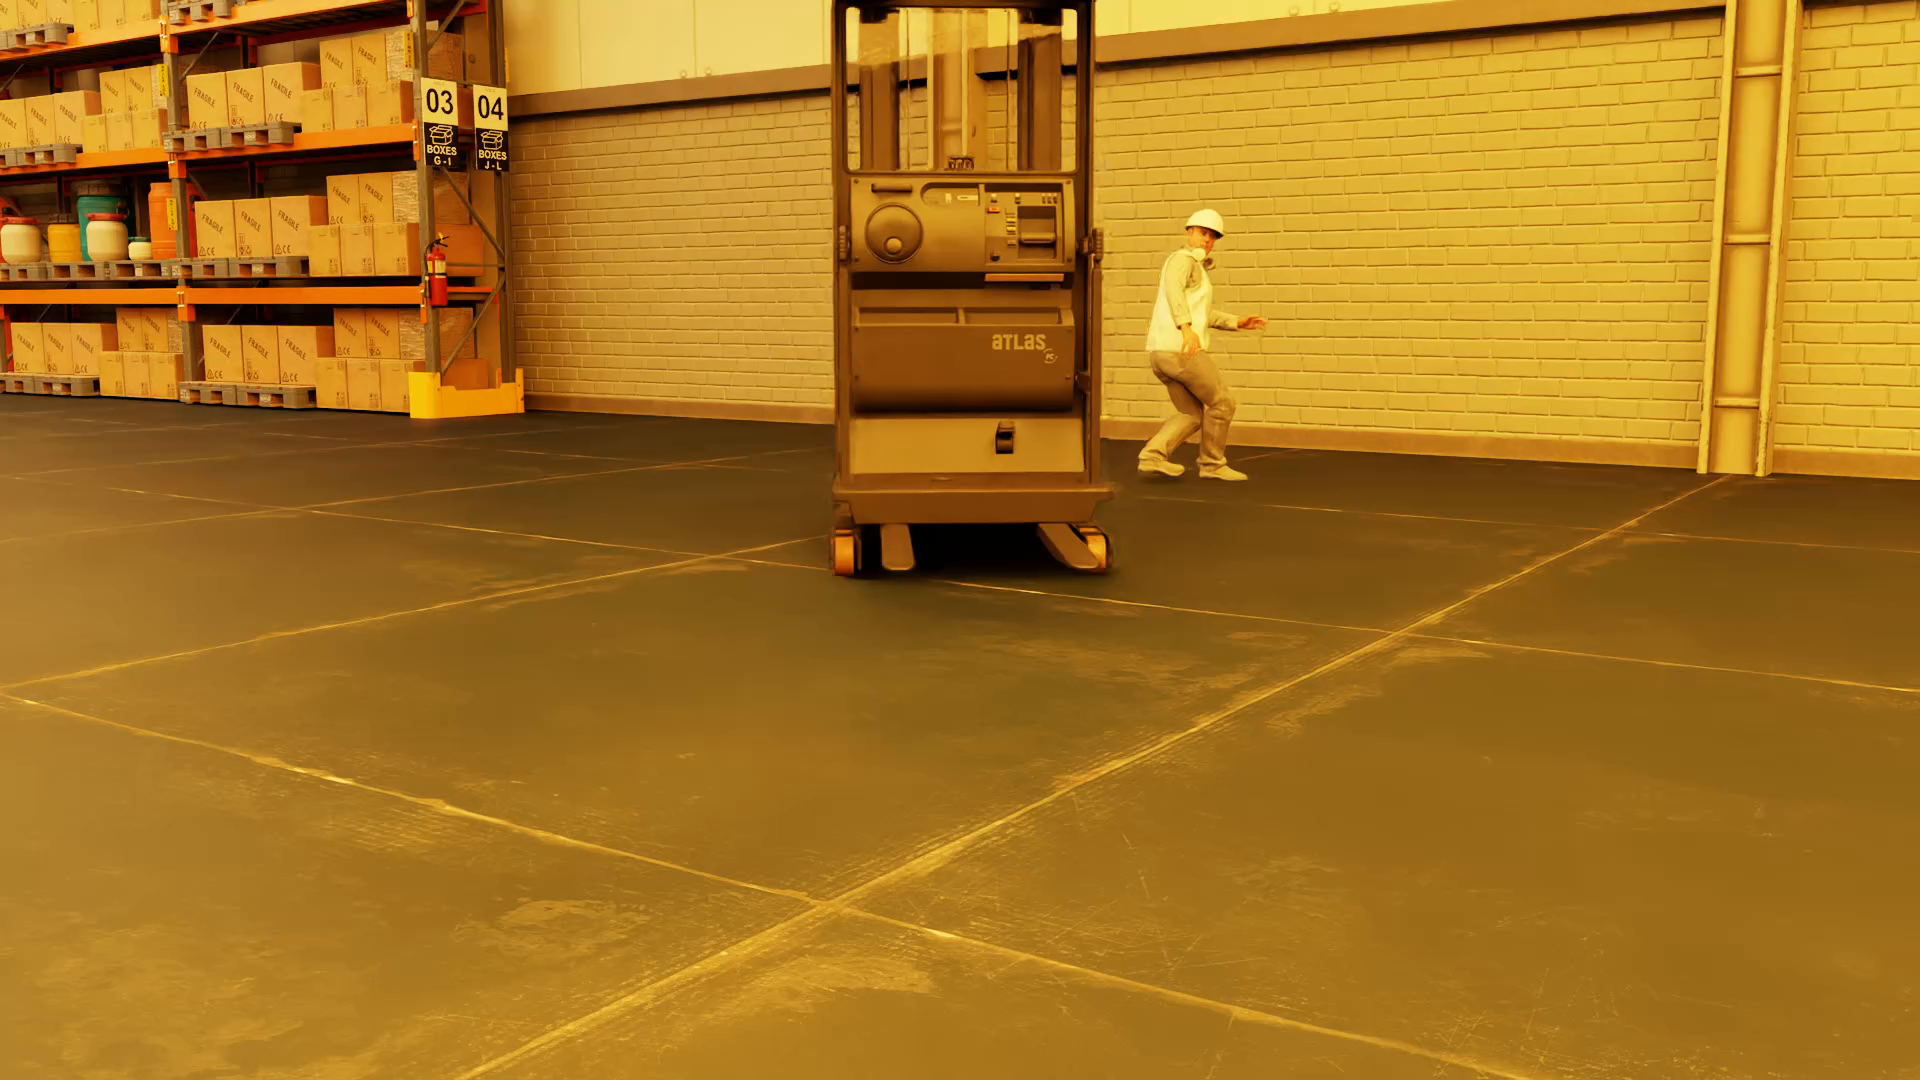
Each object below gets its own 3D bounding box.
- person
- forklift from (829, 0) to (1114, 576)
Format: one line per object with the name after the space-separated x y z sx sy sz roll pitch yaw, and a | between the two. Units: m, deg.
1.478 -1.148 9.941 0.807 1.648 0.818 -1 8 -8 | person
0.026 -1.351 6.695 1.130 2.935 3.031 0 8 -3 | forklift
